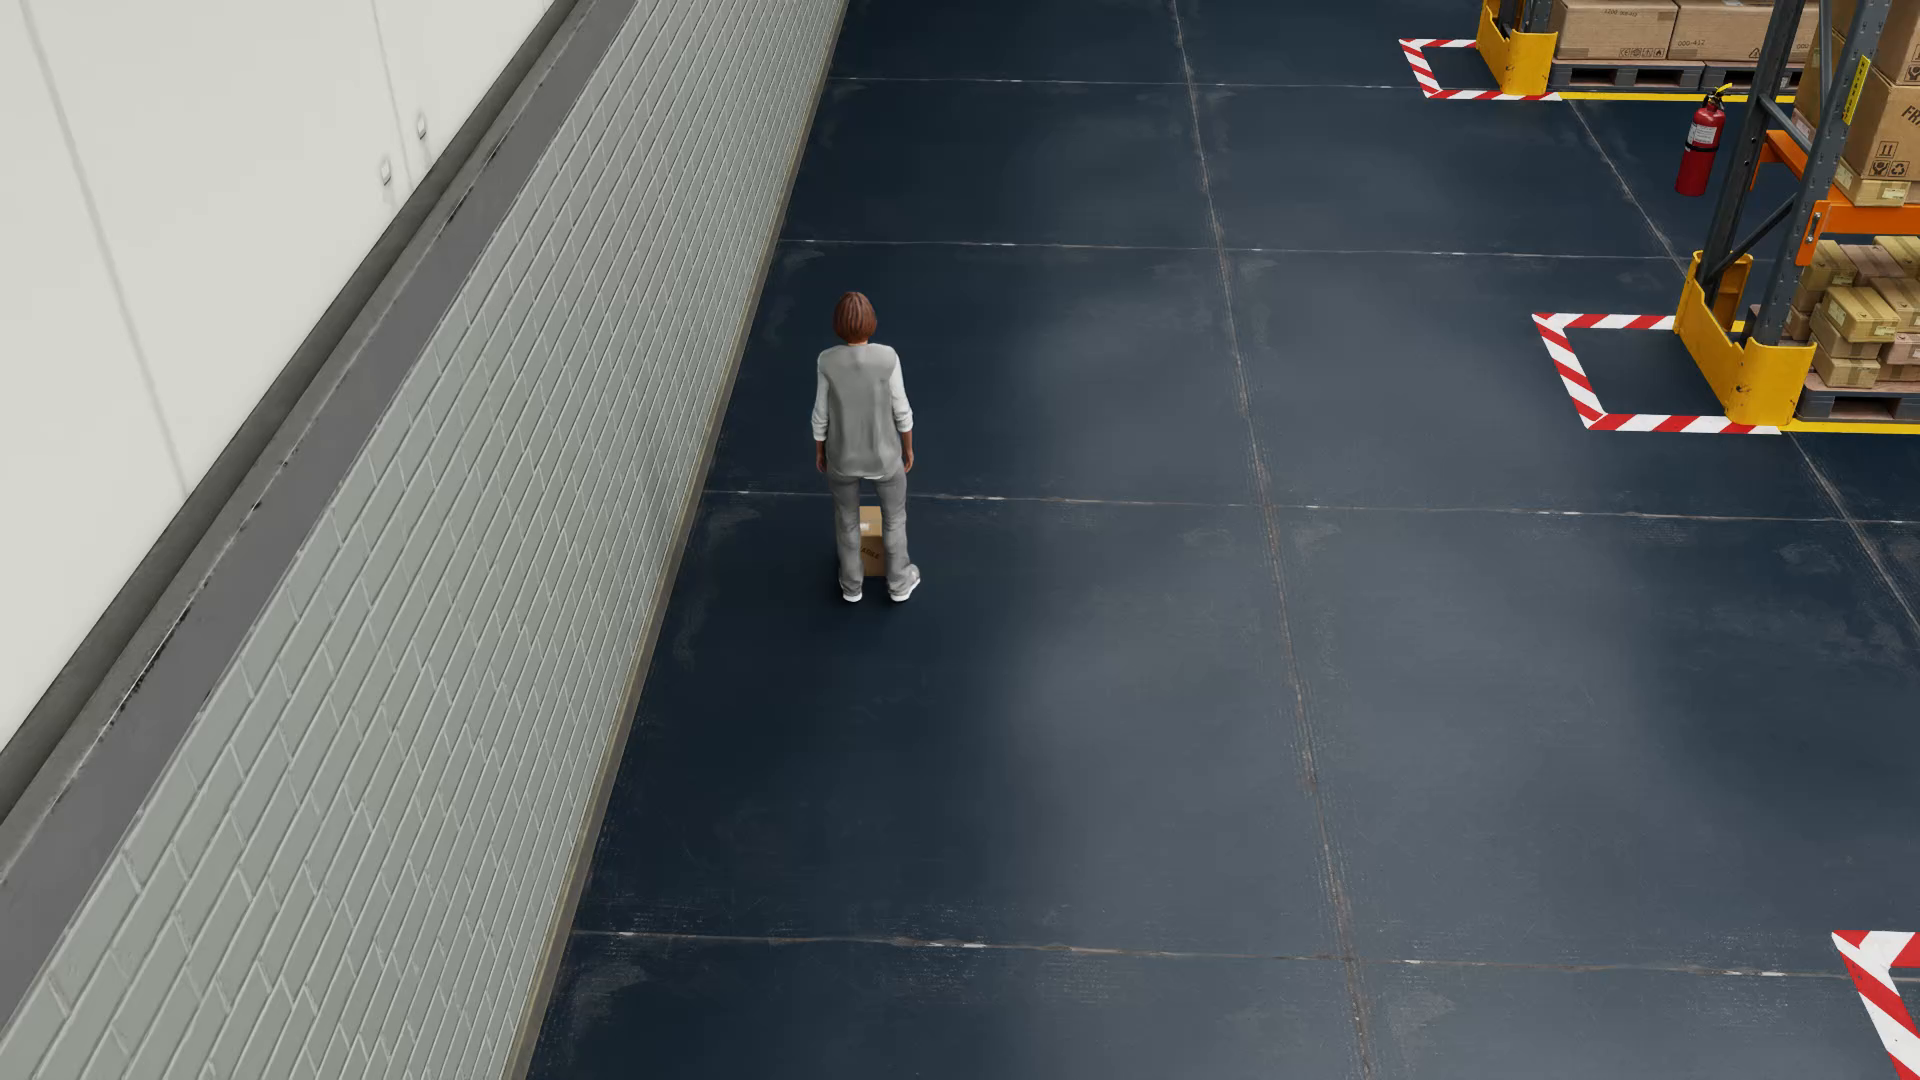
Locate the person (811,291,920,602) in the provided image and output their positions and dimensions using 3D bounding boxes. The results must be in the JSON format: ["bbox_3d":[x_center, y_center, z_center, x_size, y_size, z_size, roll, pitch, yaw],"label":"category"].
[{"bbox_3d":[-0.435,-0.389,7.655,0.478,1.591,0.345,-1,36,-1],"label":"person"}]
